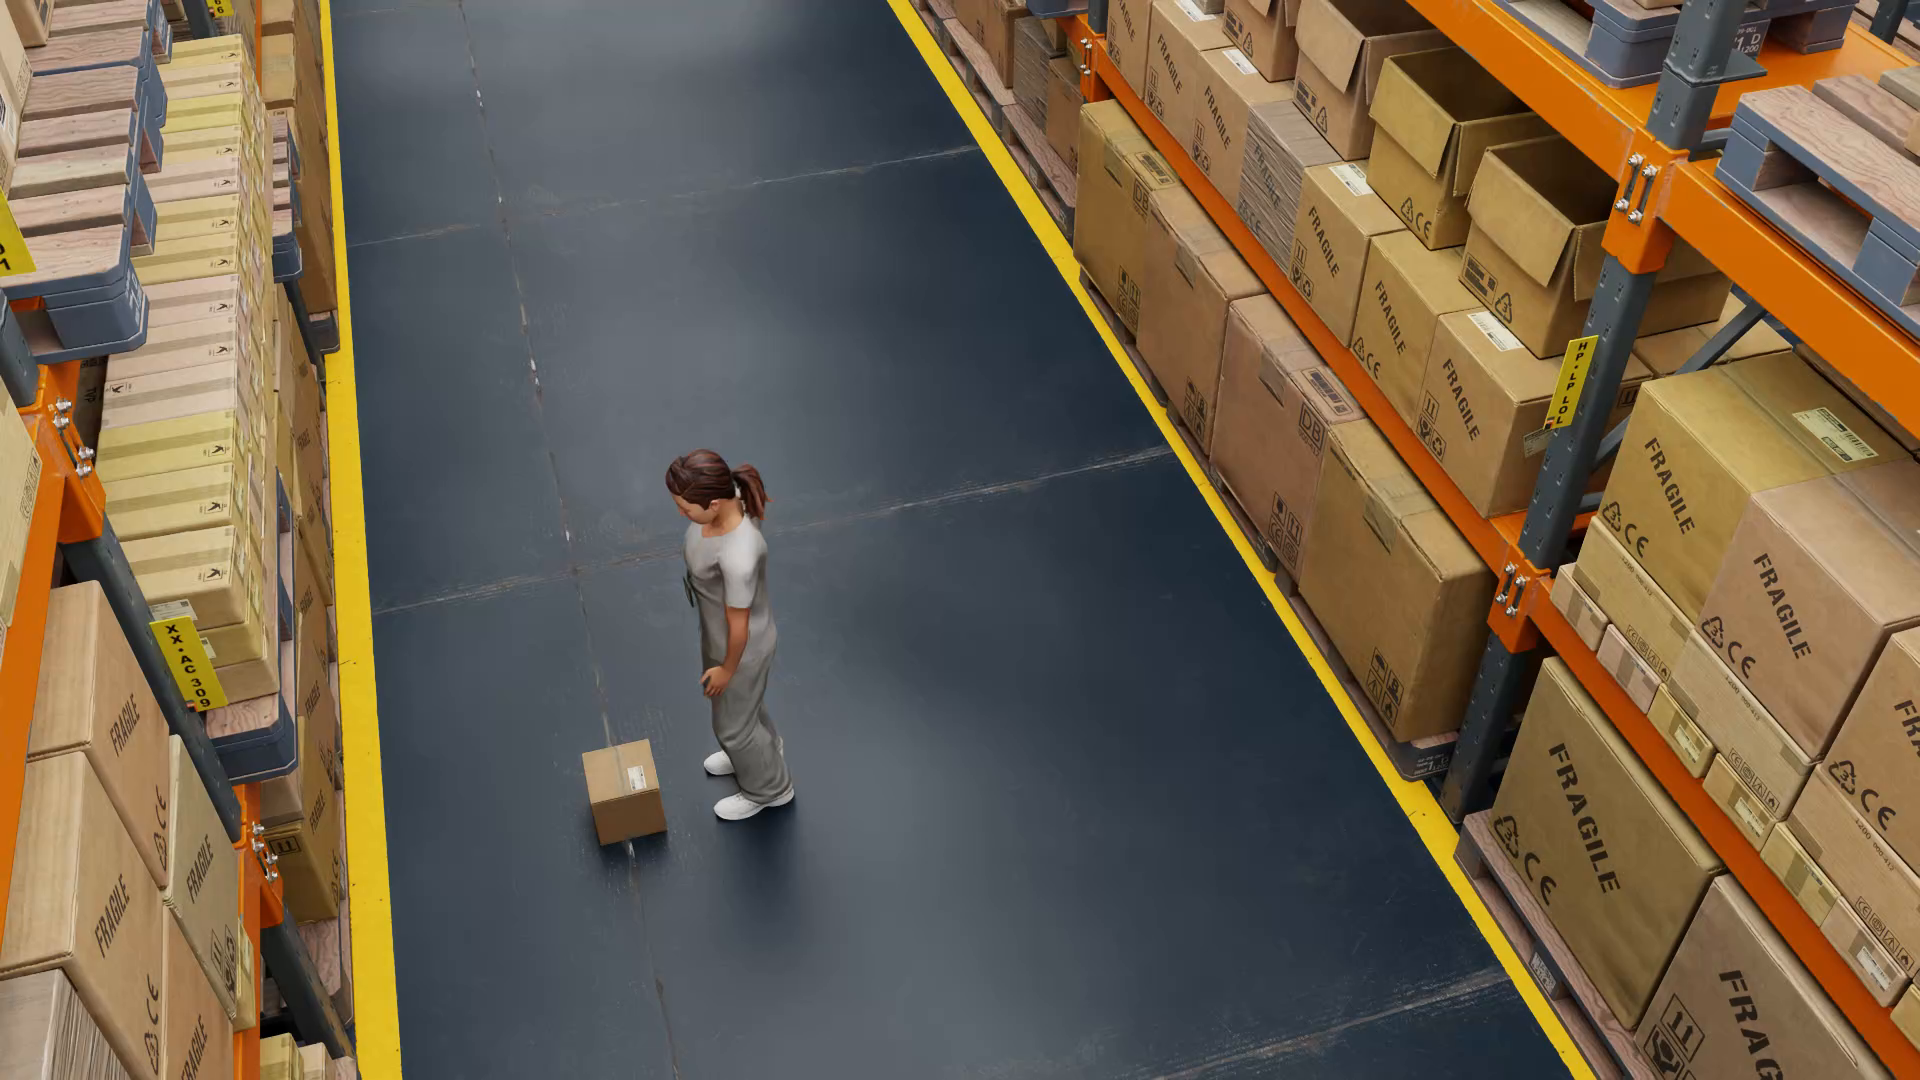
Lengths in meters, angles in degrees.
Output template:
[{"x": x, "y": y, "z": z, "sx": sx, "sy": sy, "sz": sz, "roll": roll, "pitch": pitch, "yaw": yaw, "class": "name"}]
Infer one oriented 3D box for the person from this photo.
[{"x": -0.779, "y": 0.337, "z": 5.806, "sx": 0.352, "sy": 1.666, "sz": 0.447, "roll": -11, "pitch": 44, "yaw": -12, "class": "person"}]
